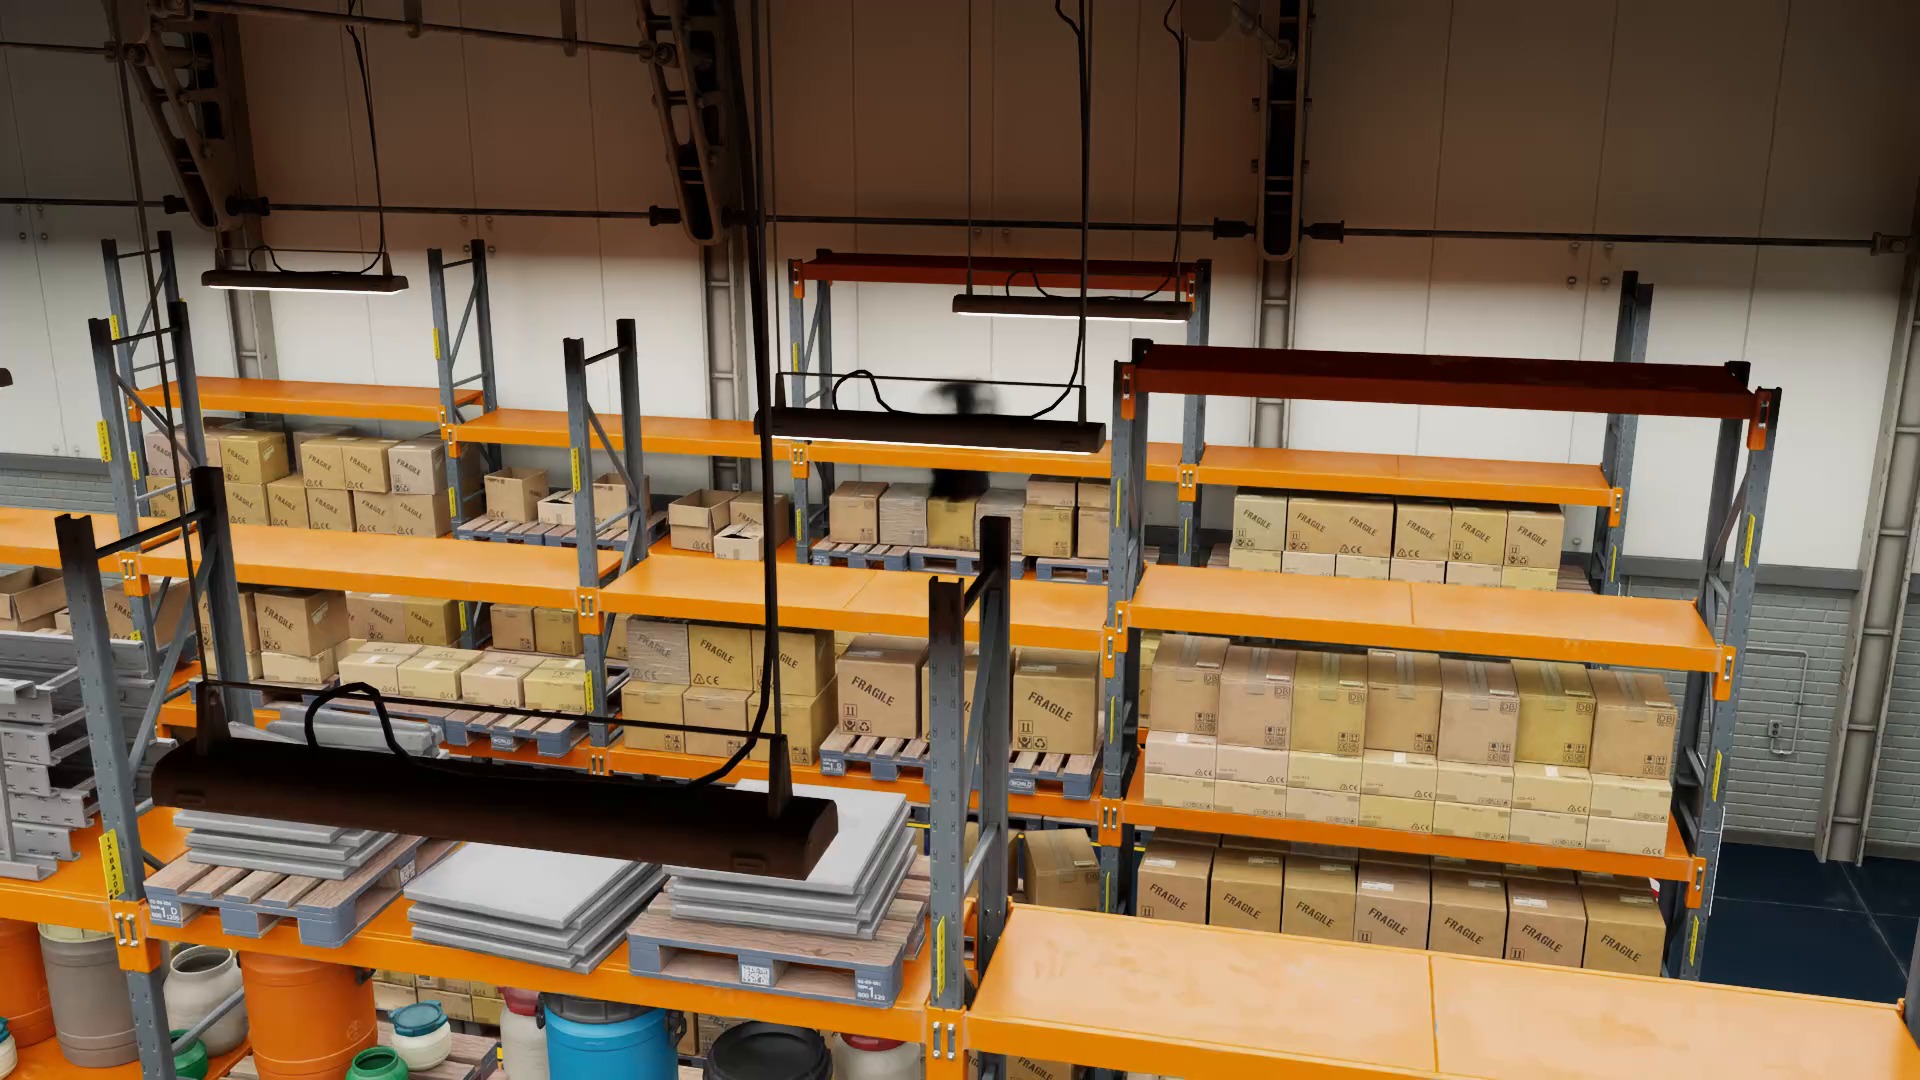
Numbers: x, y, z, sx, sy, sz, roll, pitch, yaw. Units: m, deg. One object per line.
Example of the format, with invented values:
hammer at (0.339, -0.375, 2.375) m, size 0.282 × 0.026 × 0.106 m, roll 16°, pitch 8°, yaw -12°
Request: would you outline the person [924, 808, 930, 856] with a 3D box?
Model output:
person at (-0.145, 3.101, 14.871) m, size 0.729 × 1.689 × 0.560 m, roll 3°, pitch 17°, yaw 11°
